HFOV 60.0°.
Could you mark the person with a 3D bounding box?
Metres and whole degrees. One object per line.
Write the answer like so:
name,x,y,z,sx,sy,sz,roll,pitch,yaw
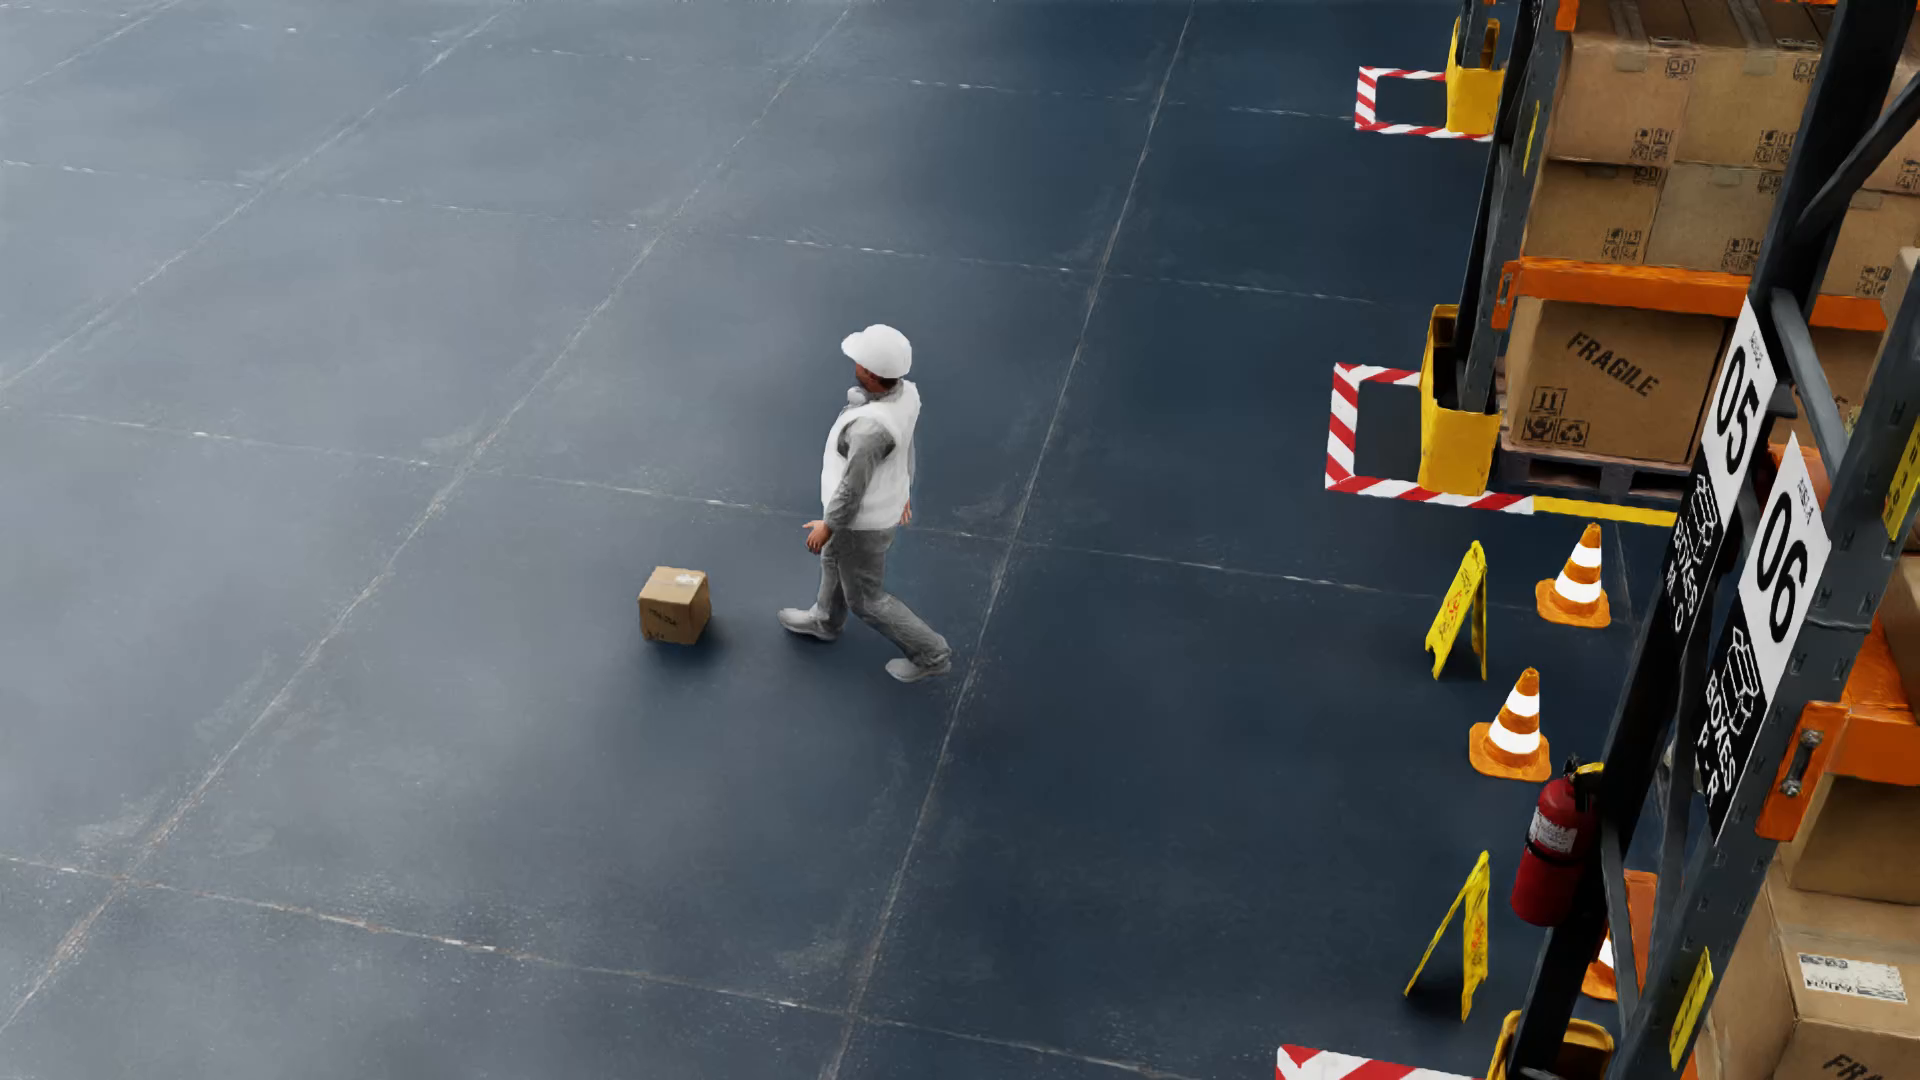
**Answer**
person,-0.448,-0.159,7.167,0.894,1.744,0.538,7,37,10
